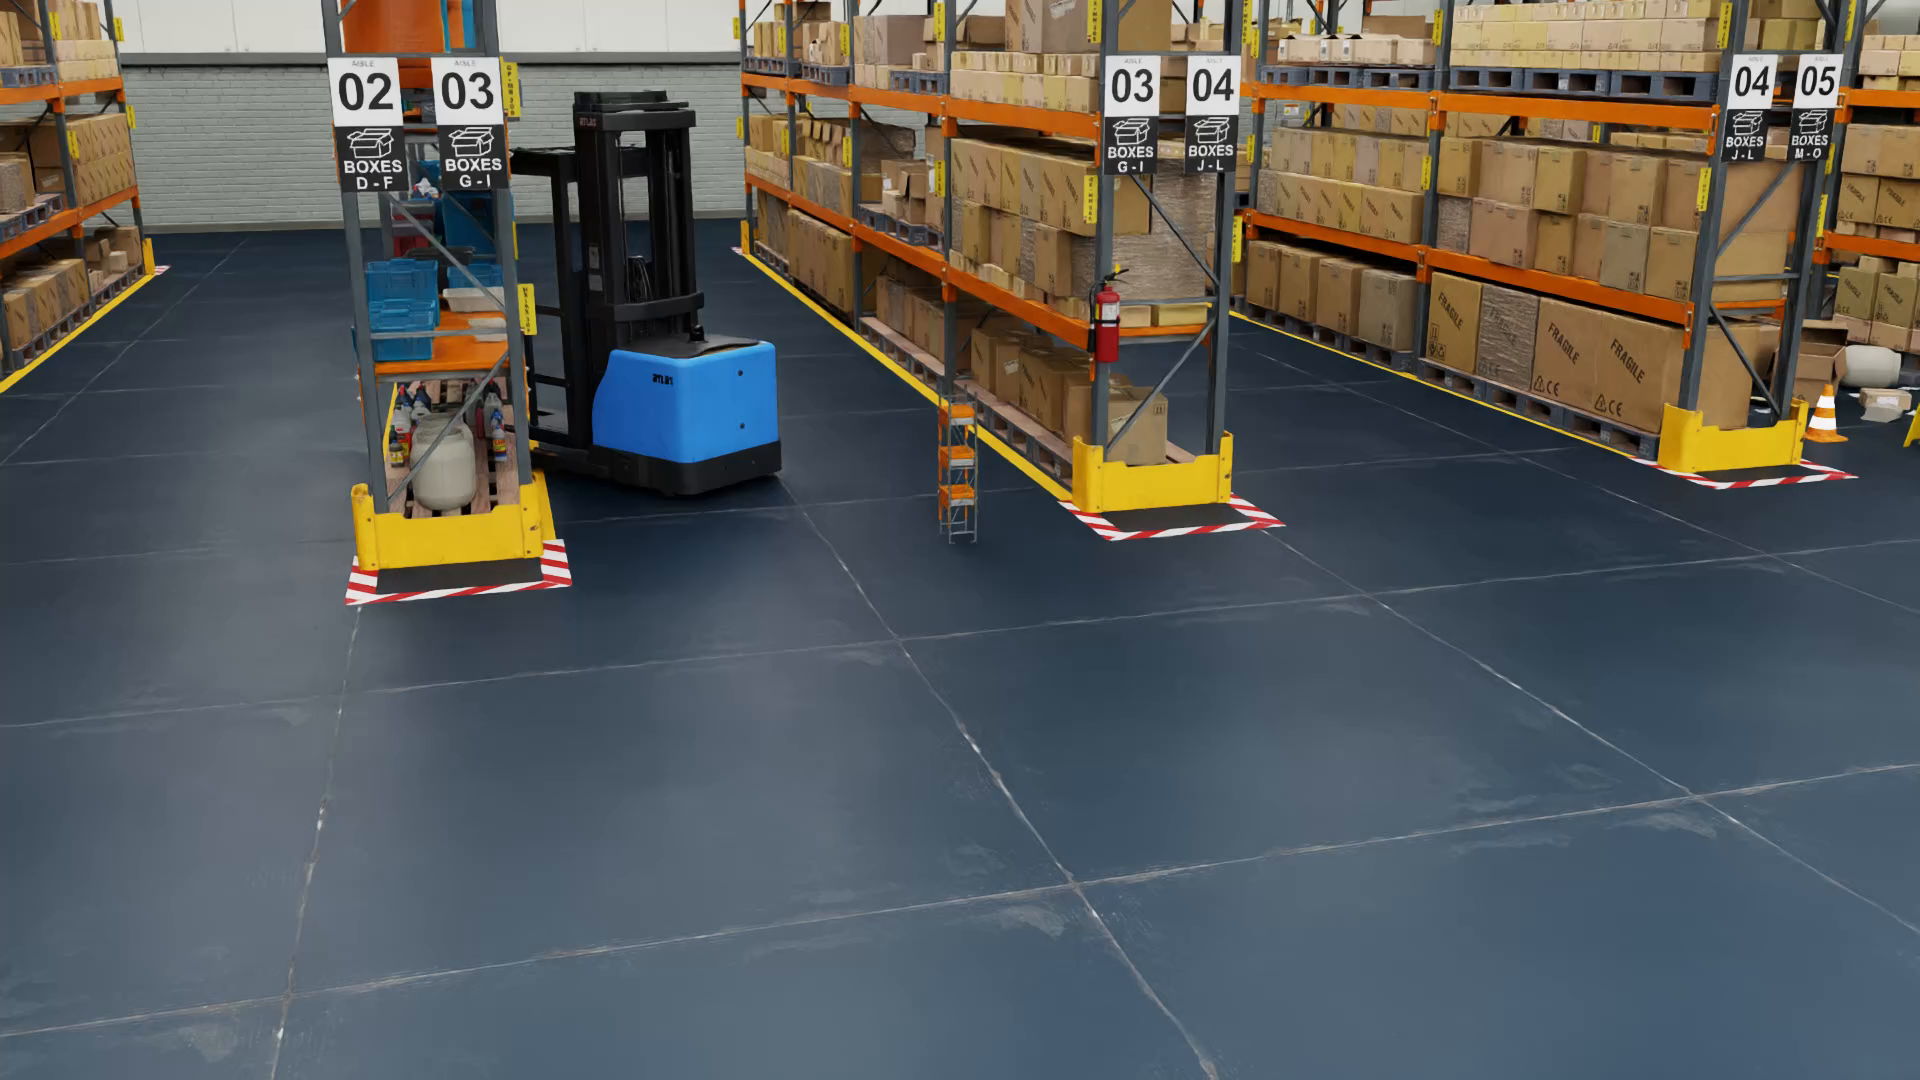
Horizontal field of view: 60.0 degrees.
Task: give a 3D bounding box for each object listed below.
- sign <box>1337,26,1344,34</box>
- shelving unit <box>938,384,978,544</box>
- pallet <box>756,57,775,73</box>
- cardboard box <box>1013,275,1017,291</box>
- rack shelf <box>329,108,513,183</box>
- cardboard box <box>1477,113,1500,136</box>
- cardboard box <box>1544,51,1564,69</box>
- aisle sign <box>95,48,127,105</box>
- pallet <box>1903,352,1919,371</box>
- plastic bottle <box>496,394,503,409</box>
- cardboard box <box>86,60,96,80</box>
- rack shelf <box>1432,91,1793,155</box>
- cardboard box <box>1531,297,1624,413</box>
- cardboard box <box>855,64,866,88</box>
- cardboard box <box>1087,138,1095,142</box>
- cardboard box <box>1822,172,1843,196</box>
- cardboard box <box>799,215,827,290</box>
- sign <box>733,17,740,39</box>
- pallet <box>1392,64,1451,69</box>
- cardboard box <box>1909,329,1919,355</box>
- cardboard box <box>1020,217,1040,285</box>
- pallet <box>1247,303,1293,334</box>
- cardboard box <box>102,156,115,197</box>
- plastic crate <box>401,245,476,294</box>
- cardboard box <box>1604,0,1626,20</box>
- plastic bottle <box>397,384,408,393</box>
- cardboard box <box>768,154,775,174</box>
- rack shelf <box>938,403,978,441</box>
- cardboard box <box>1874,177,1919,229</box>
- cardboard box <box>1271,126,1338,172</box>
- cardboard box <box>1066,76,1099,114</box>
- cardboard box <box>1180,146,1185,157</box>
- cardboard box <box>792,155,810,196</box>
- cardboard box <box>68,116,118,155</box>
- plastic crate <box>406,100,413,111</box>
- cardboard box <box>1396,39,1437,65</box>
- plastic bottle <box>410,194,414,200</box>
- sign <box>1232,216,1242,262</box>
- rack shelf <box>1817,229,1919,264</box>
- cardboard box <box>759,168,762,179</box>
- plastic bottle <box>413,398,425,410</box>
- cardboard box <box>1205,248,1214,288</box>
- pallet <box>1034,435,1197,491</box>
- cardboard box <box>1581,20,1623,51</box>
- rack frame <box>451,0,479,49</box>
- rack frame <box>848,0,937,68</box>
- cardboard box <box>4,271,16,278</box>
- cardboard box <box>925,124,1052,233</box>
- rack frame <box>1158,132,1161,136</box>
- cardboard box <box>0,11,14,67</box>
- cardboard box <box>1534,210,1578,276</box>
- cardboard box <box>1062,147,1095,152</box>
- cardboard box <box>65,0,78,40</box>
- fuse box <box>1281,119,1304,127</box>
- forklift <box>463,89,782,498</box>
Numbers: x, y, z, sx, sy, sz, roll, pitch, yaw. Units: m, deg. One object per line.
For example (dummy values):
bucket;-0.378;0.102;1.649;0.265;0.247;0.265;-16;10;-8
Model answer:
sign;4.581;-6.041;20.099;0.100;0.325;0.005;-5;17;-15
shelving unit;-0.015;-0.518;11.350;0.215;1.050;0.252;-5;17;-15
pallet;-2.397;-6.978;24.408;1.003;0.211;1.213;-5;17;-15
cardboard box;0.655;-2.124;13.745;0.380;0.149;0.250;-5;17;-15
rack shelf;-3.865;-2.954;12.109;1.077;0.370;4.000;-5;17;-15
cardboard box;7.824;-5.908;23.995;0.500;0.500;0.500;-5;17;-17
cardboard box;5.336;-4.188;14.499;0.380;0.149;0.250;-4;17;-15
aisle sign;-12.200;-6.632;23.798;0.394;0.787;0.004;-5;17;-15
pallet;10.434;-1.734;16.857;1.003;0.211;1.213;-5;17;-15
plastic bottle;-3.823;-1.075;13.773;0.061;0.283;0.133;-4;17;-12
cardboard box;-11.682;-6.171;21.830;0.500;0.250;0.500;-5;17;-15
rack shelf;5.694;-3.710;14.625;1.077;0.370;4.000;-5;17;-15
cardboard box;5.750;-1.674;14.773;0.875;0.875;0.875;-5;17;-16
cardboard box;-0.867;-5.128;18.356;0.500;0.250;0.500;-4;17;-14
cardboard box;2.265;-5.967;25.412;0.500;0.500;0.500;-5;17;-16
cardboard box;9.529;-4.091;18.438;0.500;0.500;0.500;-5;17;-16
cardboard box;-1.409;-3.781;21.788;1.225;0.875;0.875;-5;18;-17
sign;-3.485;-7.977;25.923;0.100;0.325;0.005;-5;17;-15
pallet;7.463;-7.424;25.895;1.003;0.211;1.213;-5;17;-15
cardboard box;10.085;-1.997;16.935;0.500;0.250;0.500;-5;17;-16
cardboard box;0.974;-2.316;13.256;0.875;0.500;0.500;-5;17;-15
pallet;4.190;-2.718;20.133;1.003;0.211;1.213;-5;17;-15
cardboard box;-11.675;-4.868;22.272;0.500;0.500;0.500;-5;17;-16
plastic crate;-4.393;-2.231;13.772;0.767;0.338;0.504;-5;17;-15
cardboard box;5.548;-4.359;13.682;0.380;0.149;0.250;-5;17;-15
plastic bottle;-4.748;-1.196;14.199;0.097;0.271;0.097;0;17;0
cardboard box;-2.509;-5.476;24.211;0.500;0.250;0.500;-4;17;-14
rack shelf;-0.015;-0.779;11.272;0.215;0.259;0.240;-5;17;-15
cardboard box;9.890;-3.500;17.199;0.500;0.500;0.500;-5;17;-15
cardboard box;4.159;-4.679;19.904;0.700;0.500;0.500;-5;17;-16
cardboard box;1.071;-3.178;11.866;0.500;0.250;0.500;-4;17;-14
cardboard box;3.117;-5.100;21.890;0.380;0.149;0.250;-4;17;-13
cardboard box;-1.964;-4.921;22.445;0.500;0.500;0.500;-5;17;-15
cardboard box;-11.802;-5.487;22.592;0.500;0.500;0.500;-4;17;-14
plastic crate;-4.242;-3.292;12.353;0.336;0.188;0.450;-5;17;-15
cardboard box;4.797;-4.968;16.918;0.500;0.250;0.500;-5;17;-15
plastic bottle;-6.349;-3.860;19.292;0.061;0.283;0.133;-5;17;-15
sign;1.969;-2.158;11.917;0.100;0.325;0.005;-5;17;-15
rack shelf;10.426;-2.693;16.452;1.077;0.370;4.000;-5;17;-15
cardboard box;-2.814;-5.526;25.071;0.380;0.149;0.250;-5;17;-16
plastic bottle;-4.435;-1.033;13.654;0.097;0.271;0.097;0;17;0
cardboard box;3.474;-3.587;21.794;0.500;0.500;0.500;-4;17;-13
pallet;1.237;-0.613;13.127;1.003;0.211;1.213;-5;17;-15
cardboard box;5.567;-4.211;13.884;0.500;0.250;0.500;-5;17;-16
rack frame;-5.514;-6.395;17.099;1.000;3.000;0.127;-5;17;-15
rack frame;-0.751;-6.786;18.403;1.000;3.000;0.127;-5;17;-15
cardboard box;-11.190;-2.813;19.181;0.500;0.500;0.500;-4;17;-15
cardboard box;0.264;-3.526;16.204;1.000;1.000;1.000;-5;17;-15
rack frame;2.946;-5.384;24.161;1.000;3.000;0.127;-5;17;-15
cardboard box;-11.103;-5.643;18.732;0.600;0.600;0.600;-5;17;-16
cardboard box;5.708;-2.694;14.946;0.875;0.550;0.500;-5;17;-15
cardboard box;1.145;-2.958;13.657;0.500;0.500;0.500;-5;17;-15
cardboard box;-11.691;-6.620;21.150;0.700;0.500;0.500;-5;17;-15
fuse box;7.066;-7.976;35.031;0.539;1.711;0.414;-5;17;-15
forklift;-2.878;-2.040;13.150;3.031;2.935;1.130;12;21;36
